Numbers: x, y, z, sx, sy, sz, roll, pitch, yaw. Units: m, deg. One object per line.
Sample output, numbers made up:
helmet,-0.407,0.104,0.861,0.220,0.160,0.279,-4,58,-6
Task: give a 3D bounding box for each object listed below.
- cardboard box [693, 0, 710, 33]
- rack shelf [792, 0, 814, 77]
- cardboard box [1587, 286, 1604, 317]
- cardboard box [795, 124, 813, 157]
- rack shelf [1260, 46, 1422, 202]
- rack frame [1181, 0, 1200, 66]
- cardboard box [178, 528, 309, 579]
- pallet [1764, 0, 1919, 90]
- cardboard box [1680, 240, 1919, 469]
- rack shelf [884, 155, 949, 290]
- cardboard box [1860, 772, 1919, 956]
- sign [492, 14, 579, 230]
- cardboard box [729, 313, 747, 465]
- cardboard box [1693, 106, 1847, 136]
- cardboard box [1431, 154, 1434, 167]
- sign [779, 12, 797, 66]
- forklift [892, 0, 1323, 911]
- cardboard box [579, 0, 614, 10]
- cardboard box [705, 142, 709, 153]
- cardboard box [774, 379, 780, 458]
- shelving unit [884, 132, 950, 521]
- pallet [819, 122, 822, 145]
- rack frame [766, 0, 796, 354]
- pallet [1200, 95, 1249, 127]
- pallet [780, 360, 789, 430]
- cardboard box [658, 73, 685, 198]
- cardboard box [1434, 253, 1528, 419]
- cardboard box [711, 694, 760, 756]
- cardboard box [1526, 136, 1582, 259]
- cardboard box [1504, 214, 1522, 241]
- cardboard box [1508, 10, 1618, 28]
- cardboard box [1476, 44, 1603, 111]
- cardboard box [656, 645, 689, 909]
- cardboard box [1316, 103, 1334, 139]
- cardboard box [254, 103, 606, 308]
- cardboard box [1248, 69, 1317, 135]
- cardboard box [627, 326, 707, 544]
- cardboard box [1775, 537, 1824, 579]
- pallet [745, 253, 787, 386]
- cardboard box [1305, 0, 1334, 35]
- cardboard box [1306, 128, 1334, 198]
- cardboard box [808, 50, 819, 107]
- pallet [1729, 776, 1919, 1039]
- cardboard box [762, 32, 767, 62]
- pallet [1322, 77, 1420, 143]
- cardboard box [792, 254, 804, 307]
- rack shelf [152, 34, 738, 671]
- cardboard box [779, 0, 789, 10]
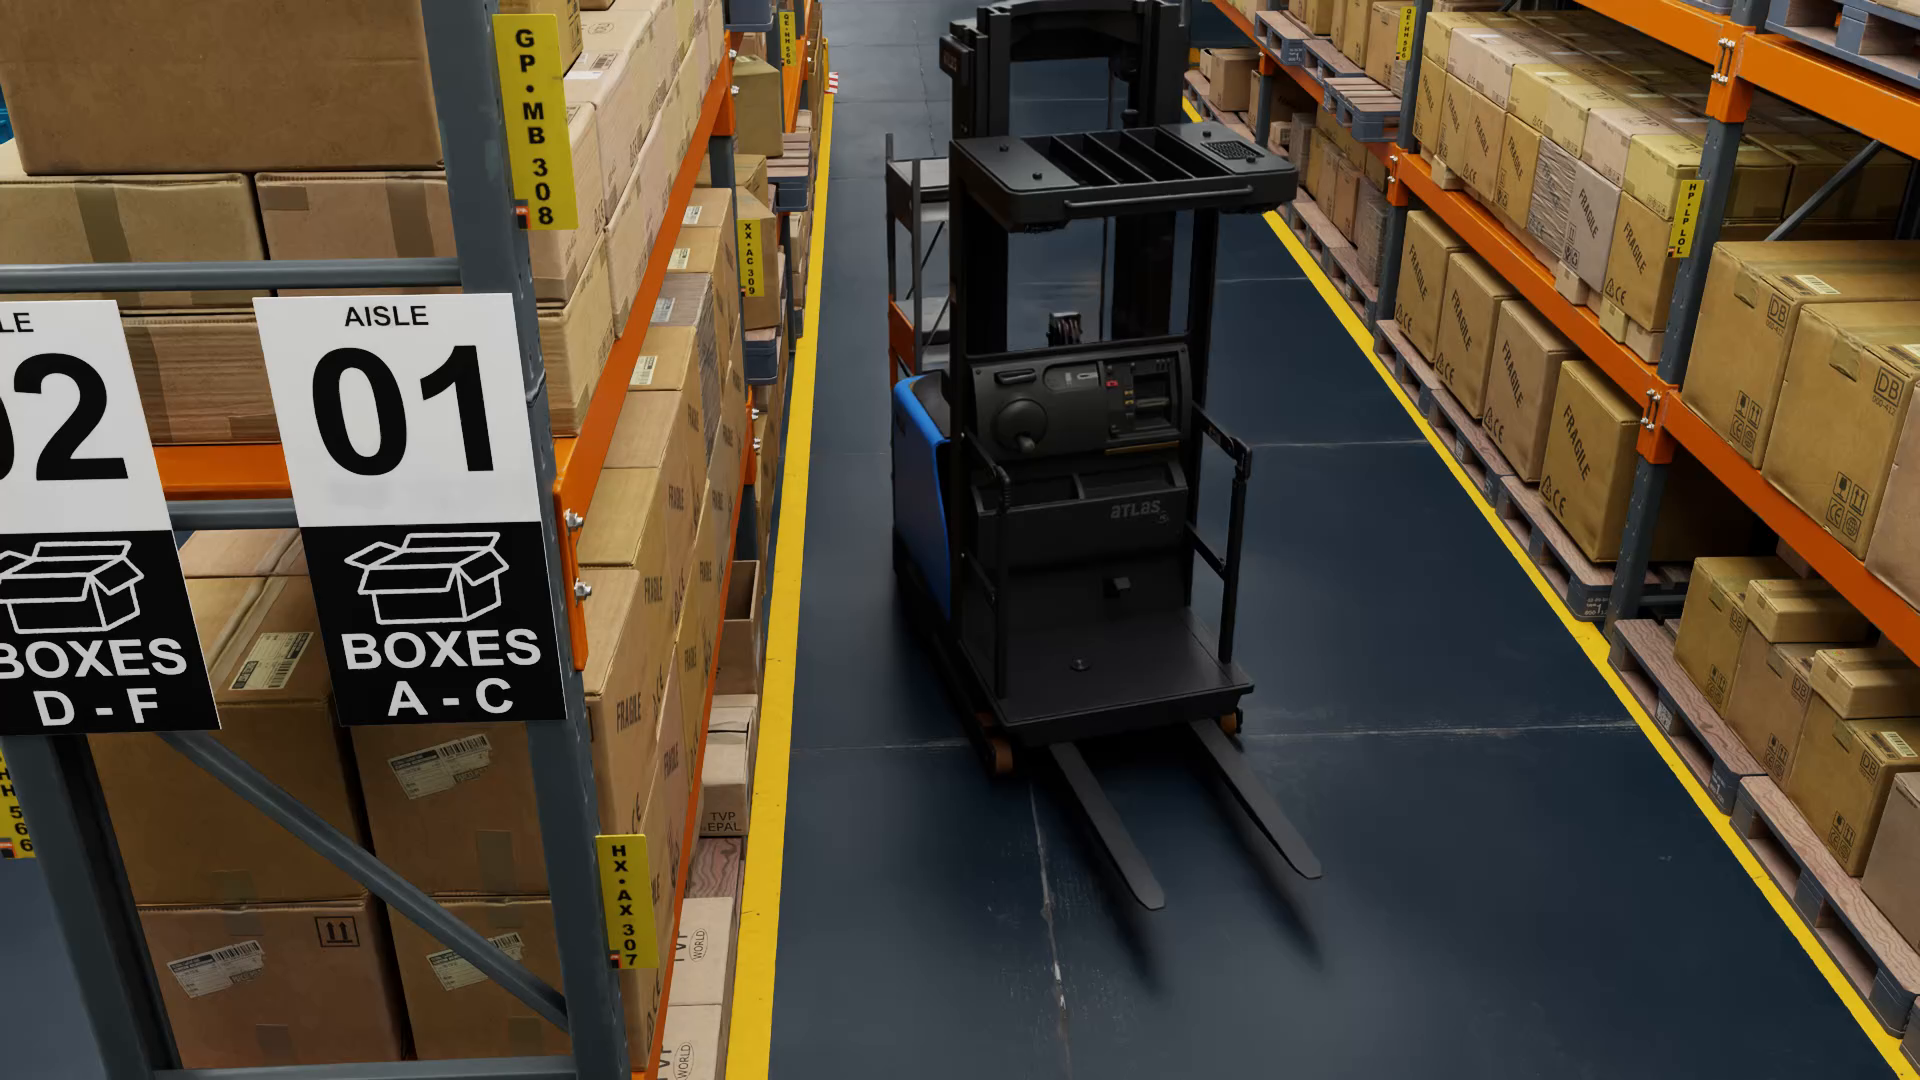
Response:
cardboard box,-1.077,-1.783,5.302,0.500,0.250,0.500,-1,28,-3
rack shelf,-1.919,-5.046,15.959,1.077,0.370,4.000,-1,28,-3
cardboard box,3.244,-1.151,7.964,0.380,0.149,0.250,-1,28,-1
cardboard box,-1.474,-3.237,13.625,0.500,0.311,0.500,-1,28,-1
rack shelf,3.237,-3.320,12.649,1.077,0.370,4.000,-1,28,-3
rack frame,2.923,-6.410,17.796,1.000,3.000,0.127,-1,28,-3
cardboard box,-1.513,0.181,3.970,0.500,0.500,0.500,-1,28,-1
pallet,3.582,-1.780,5.772,1.003,0.211,1.213,-1,28,-3
cardboard box,3.562,-0.750,6.620,0.980,0.700,0.700,-1,28,-2
rack shelf,-0.093,-1.538,7.943,0.431,0.518,0.480,-8,29,-15
cardboard box,3.569,1.117,5.613,0.700,0.500,0.500,-2,28,-4
sign,-0.646,-0.630,2.525,0.100,0.325,0.005,-1,28,-3
cardboard box,-1.114,-0.566,6.484,0.500,0.500,0.500,-1,28,-2
cardboard box,3.752,-1.846,7.783,0.500,0.250,0.500,-1,28,-2
cardboard box,3.131,-2.338,10.240,0.380,0.149,0.250,-1,28,-2
sign,-1.064,-3.090,10.264,0.100,0.325,0.005,-1,28,-3
forklift,0.564,-0.528,6.593,1.130,2.935,3.031,-8,28,-14
cardboard box,-1.239,-1.648,4.234,0.700,0.500,0.500,-1,28,-3
cardboard box,-1.551,-1.791,8.379,0.700,0.500,0.500,-8,29,-16
cardboard box,-1.262,-0.773,9.216,0.500,0.500,0.500,-2,28,-5
shelving unit,-0.093,-0.929,8.261,0.431,2.100,0.503,-8,29,-15
pallet,-1.881,-4.138,16.455,1.003,0.211,1.213,-1,28,-3
rack frame,-1.606,-2.594,10.479,1.000,3.000,0.127,-1,28,-3
pallet,2.995,-4.200,16.575,1.003,0.211,1.213,-1,28,-3
pallet,-1.604,-1.012,10.462,1.003,0.211,1.213,-1,28,-3
cardboard box,-1.034,-1.099,4.532,0.500,0.250,0.500,-1,28,-3
cardboard box,3.288,-1.201,9.679,0.750,0.750,0.750,-2,28,-3
cardboard box,-1.004,0.750,6.675,0.380,0.149,0.250,-1,28,-3
cardboard box,3.220,-1.728,8.367,0.500,0.500,0.500,-1,28,-3
cardboard box,3.218,-1.747,9.106,0.380,0.149,0.250,-1,28,-2
cardboard box,3.624,-3.030,10.053,0.500,0.250,0.500,-1,28,-1
cardboard box,3.166,-2.538,9.110,0.500,0.250,0.500,-1,28,-2
cardboard box,-0.980,0.607,4.235,0.500,0.500,0.500,-2,28,-3
cardboard box,3.214,-3.439,13.516,0.500,0.250,0.500,-2,28,-4
cardboard box,-0.955,-0.628,3.088,0.500,0.250,0.500,-1,28,-3
cardboard box,3.038,-4.127,15.647,0.500,0.500,0.500,-3,28,-7
cardboard box,-1.031,-0.305,4.902,0.500,0.500,0.500,-2,28,-3
cardboard box,3.677,0.043,6.972,0.380,0.149,0.250,-2,28,-3
pallet,-1.330,-1.033,7.695,1.003,0.211,1.213,-1,28,-3
cardboard box,3.147,-4.308,13.182,0.700,0.500,0.500,1,28,3
cardboard box,3.264,-3.072,13.624,0.700,0.500,0.500,-2,28,-4
cardboard box,-1.560,-4.193,15.254,0.500,0.500,0.500,-1,28,-3
pallet,3.578,1.286,6.055,1.003,0.211,1.213,-1,28,-3
cardboard box,-1.763,-3.887,12.851,0.500,0.500,0.500,1,28,1
pallet,3.197,-2.957,11.383,1.213,0.211,1.003,-1,28,-3
cardboard box,-1.340,-1.810,11.496,0.500,0.250,0.500,-1,28,-3
rack shelf,-1.292,-0.834,4.640,1.077,0.370,4.000,-1,28,-3
cardboard box,-1.844,-4.690,14.391,0.700,0.500,0.500,-2,28,-4
